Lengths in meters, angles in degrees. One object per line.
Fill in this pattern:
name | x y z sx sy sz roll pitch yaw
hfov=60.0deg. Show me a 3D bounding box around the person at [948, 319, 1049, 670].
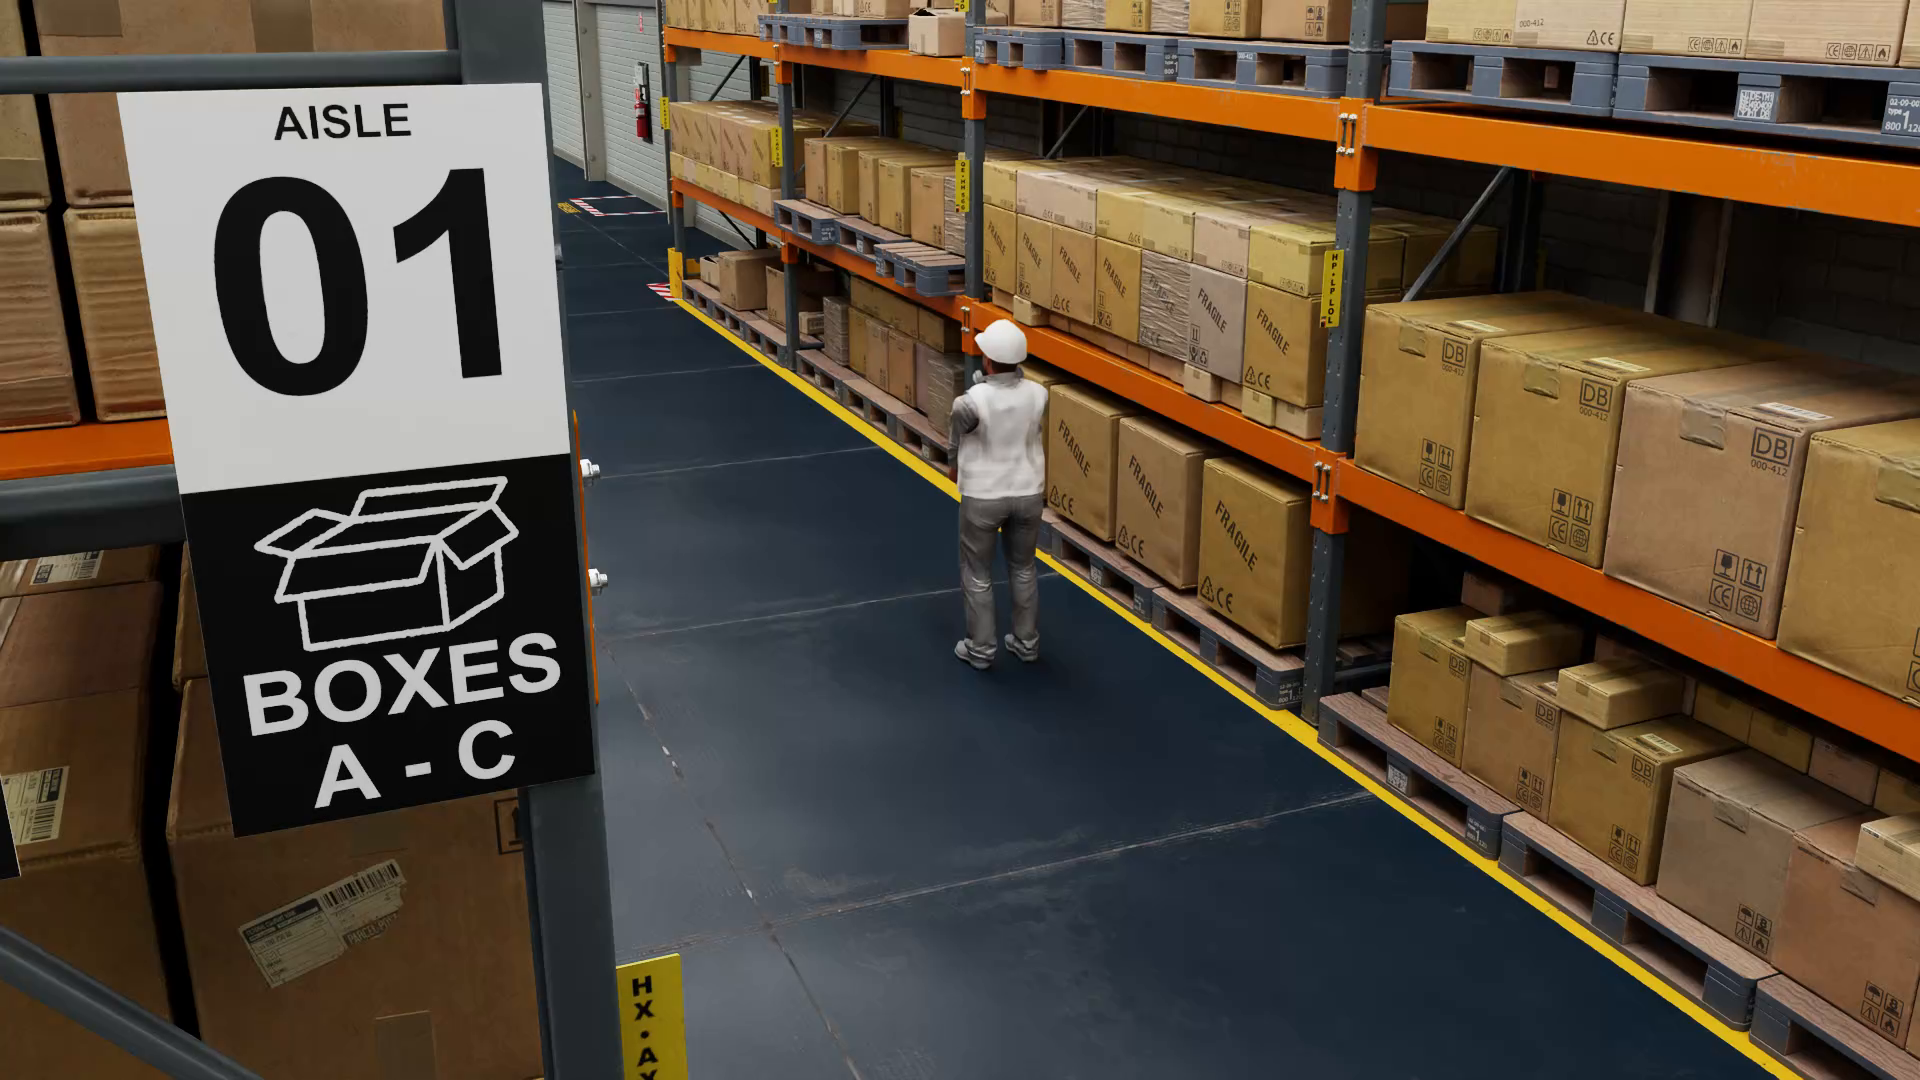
person | 0.153 -0.253 8.282 0.494 1.762 0.560 -7 20 -20
